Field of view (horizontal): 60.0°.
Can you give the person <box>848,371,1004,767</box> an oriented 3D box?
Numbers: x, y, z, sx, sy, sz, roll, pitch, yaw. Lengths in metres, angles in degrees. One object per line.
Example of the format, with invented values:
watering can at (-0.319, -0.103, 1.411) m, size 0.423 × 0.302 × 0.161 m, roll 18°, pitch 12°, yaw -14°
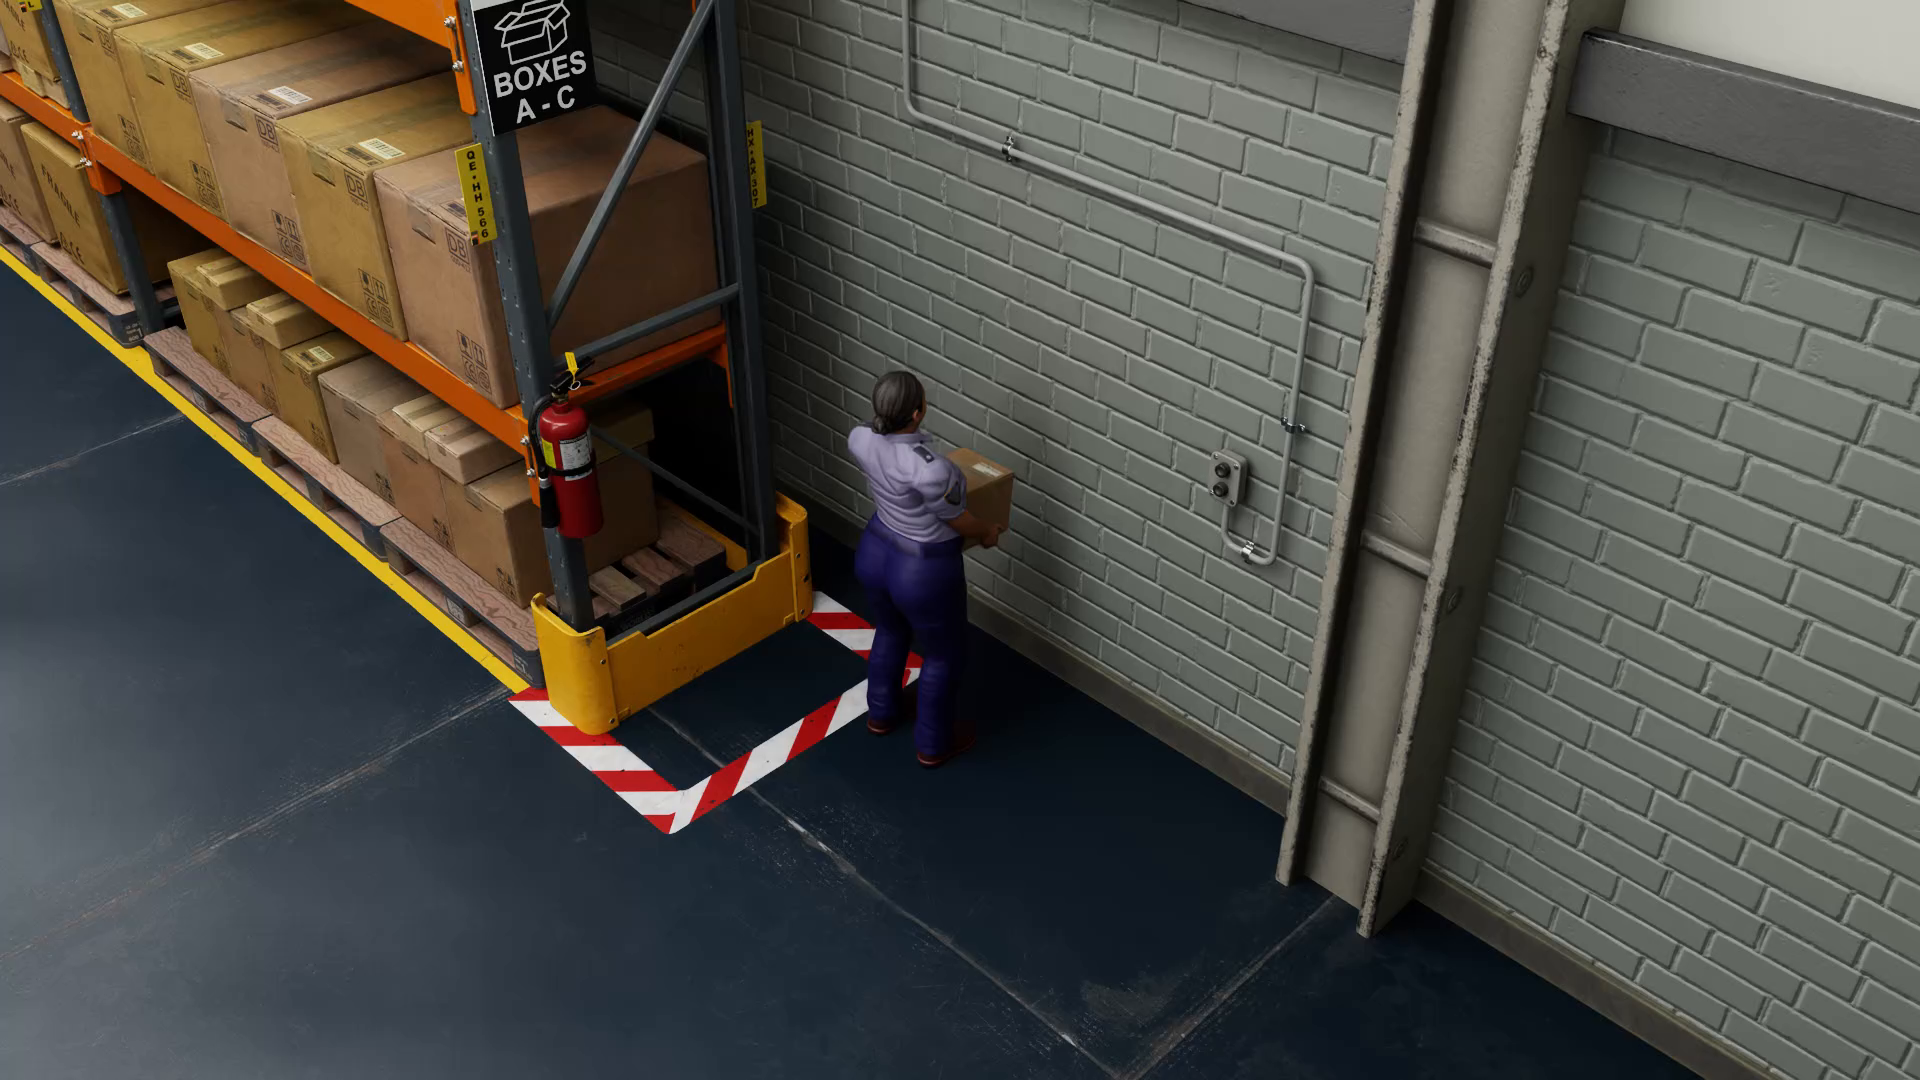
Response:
person at (-0.116, 0.063, 6.080) m, size 0.451 × 1.643 × 0.516 m, roll 29°, pitch 45°, yaw 34°
